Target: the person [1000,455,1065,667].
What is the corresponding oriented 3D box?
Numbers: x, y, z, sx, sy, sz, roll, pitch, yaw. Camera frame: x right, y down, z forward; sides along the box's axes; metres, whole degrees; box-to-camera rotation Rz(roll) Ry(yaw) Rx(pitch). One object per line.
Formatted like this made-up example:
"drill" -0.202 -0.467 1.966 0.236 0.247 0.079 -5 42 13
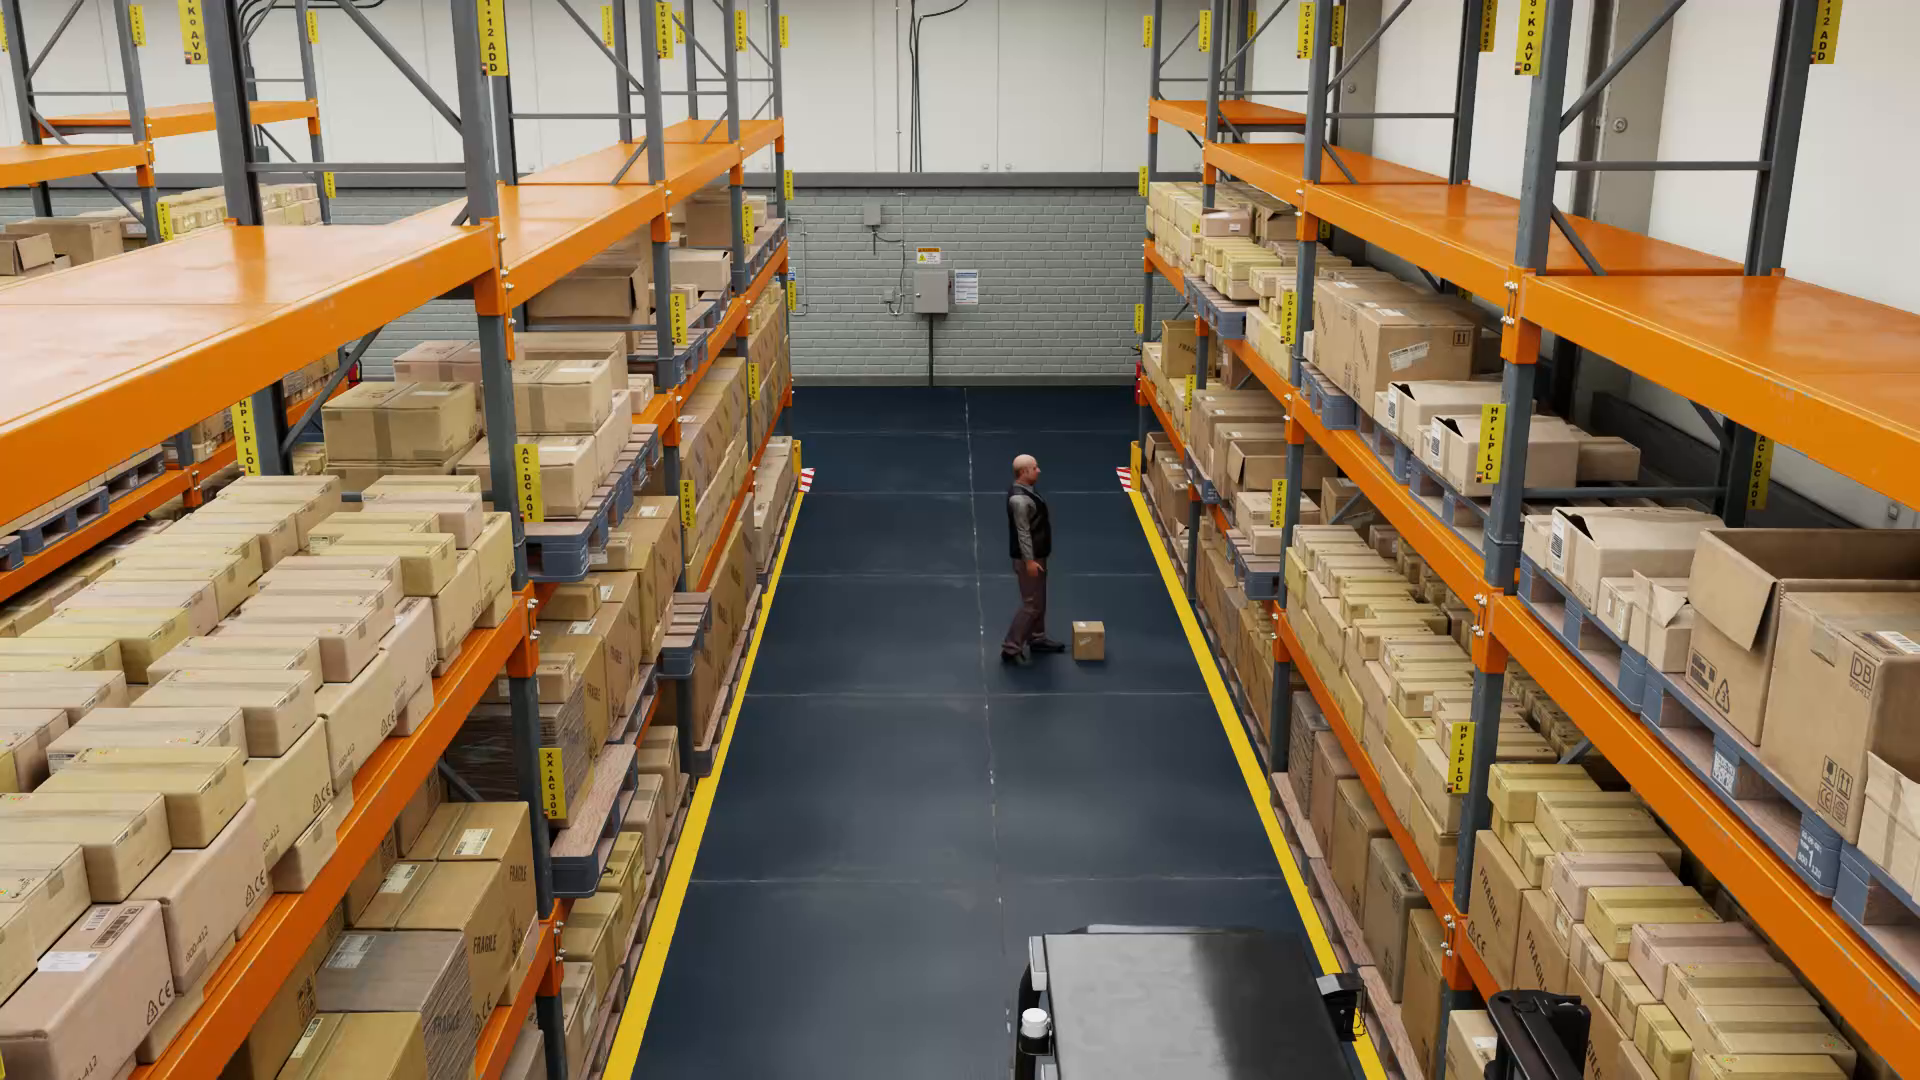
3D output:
"person" 0.613 0.152 13.704 0.524 1.746 0.576 2 17 5
